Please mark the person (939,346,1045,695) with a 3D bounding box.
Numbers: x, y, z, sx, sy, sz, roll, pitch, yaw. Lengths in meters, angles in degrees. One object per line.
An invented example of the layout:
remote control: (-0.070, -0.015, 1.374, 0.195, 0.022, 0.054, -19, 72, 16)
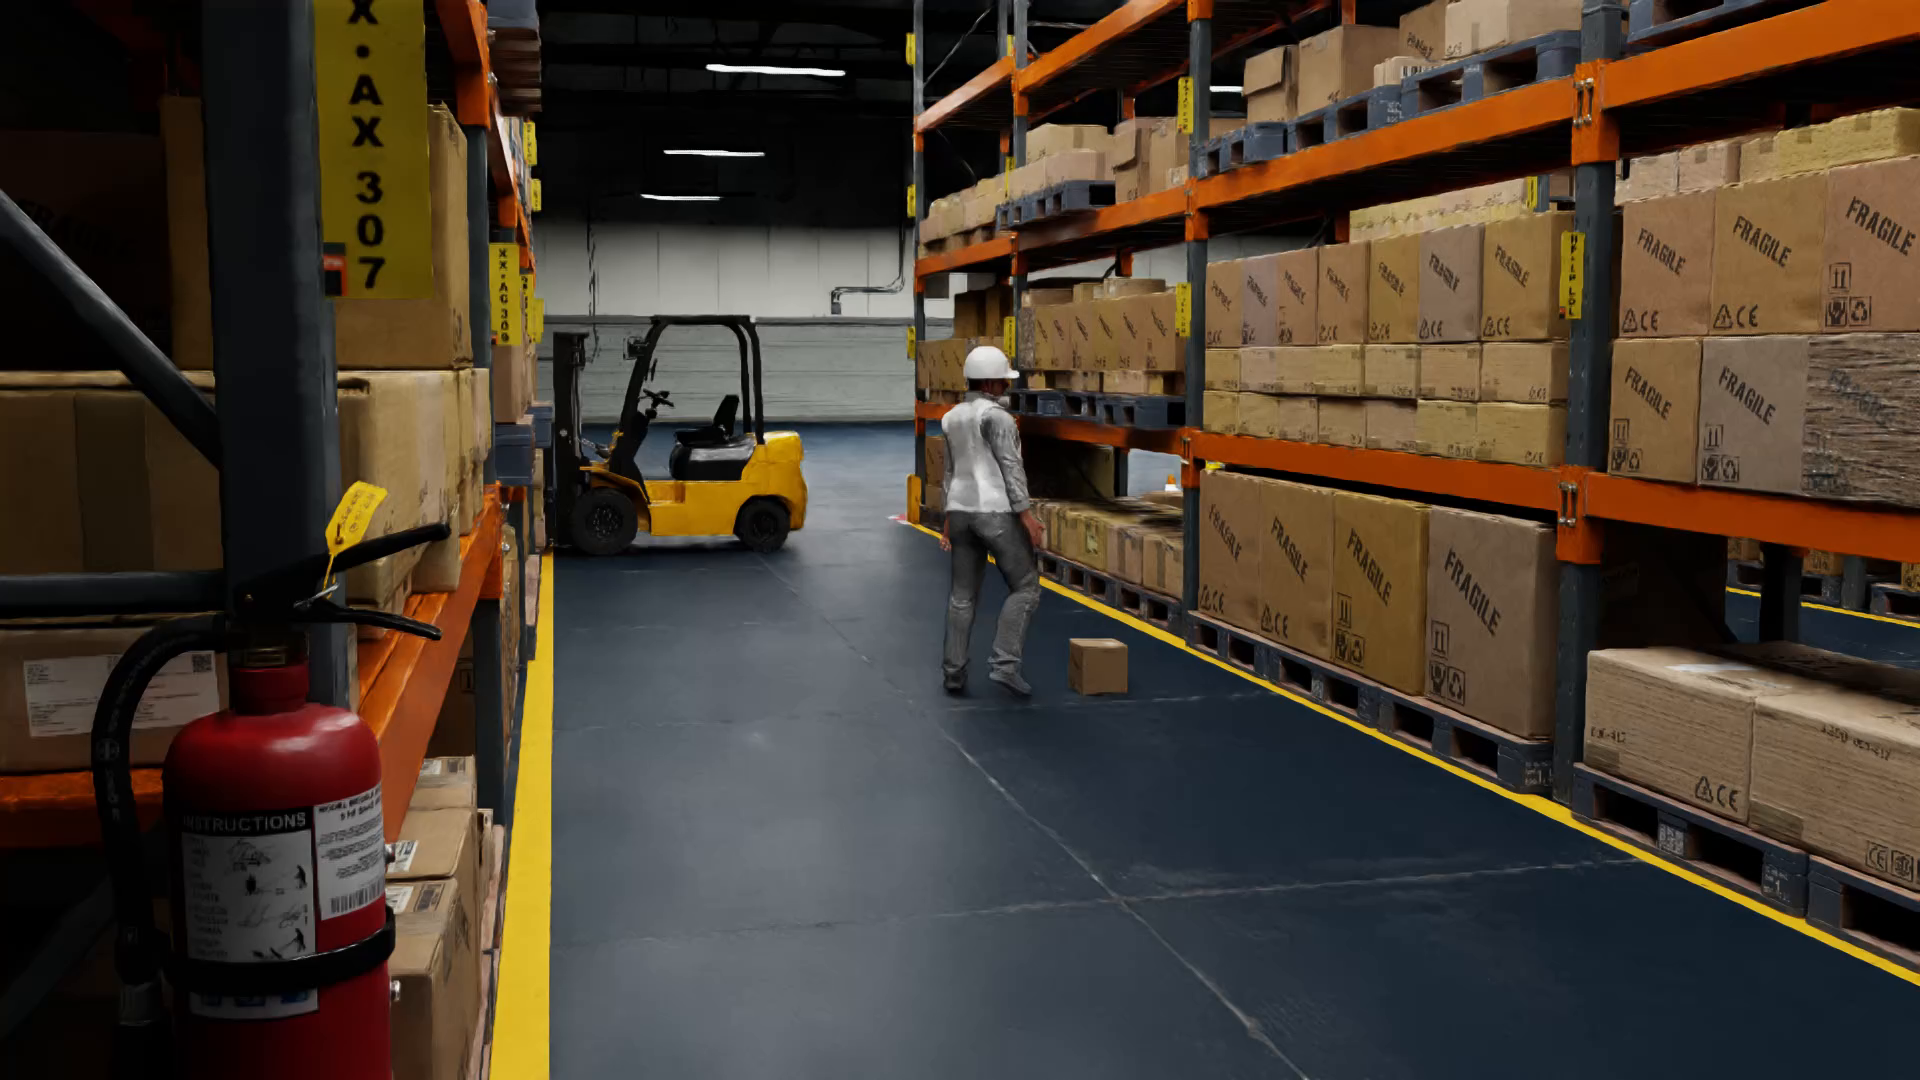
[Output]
person: (0.153, -0.095, 8.574, 0.386, 1.802, 0.630, -5, 8, -42)
